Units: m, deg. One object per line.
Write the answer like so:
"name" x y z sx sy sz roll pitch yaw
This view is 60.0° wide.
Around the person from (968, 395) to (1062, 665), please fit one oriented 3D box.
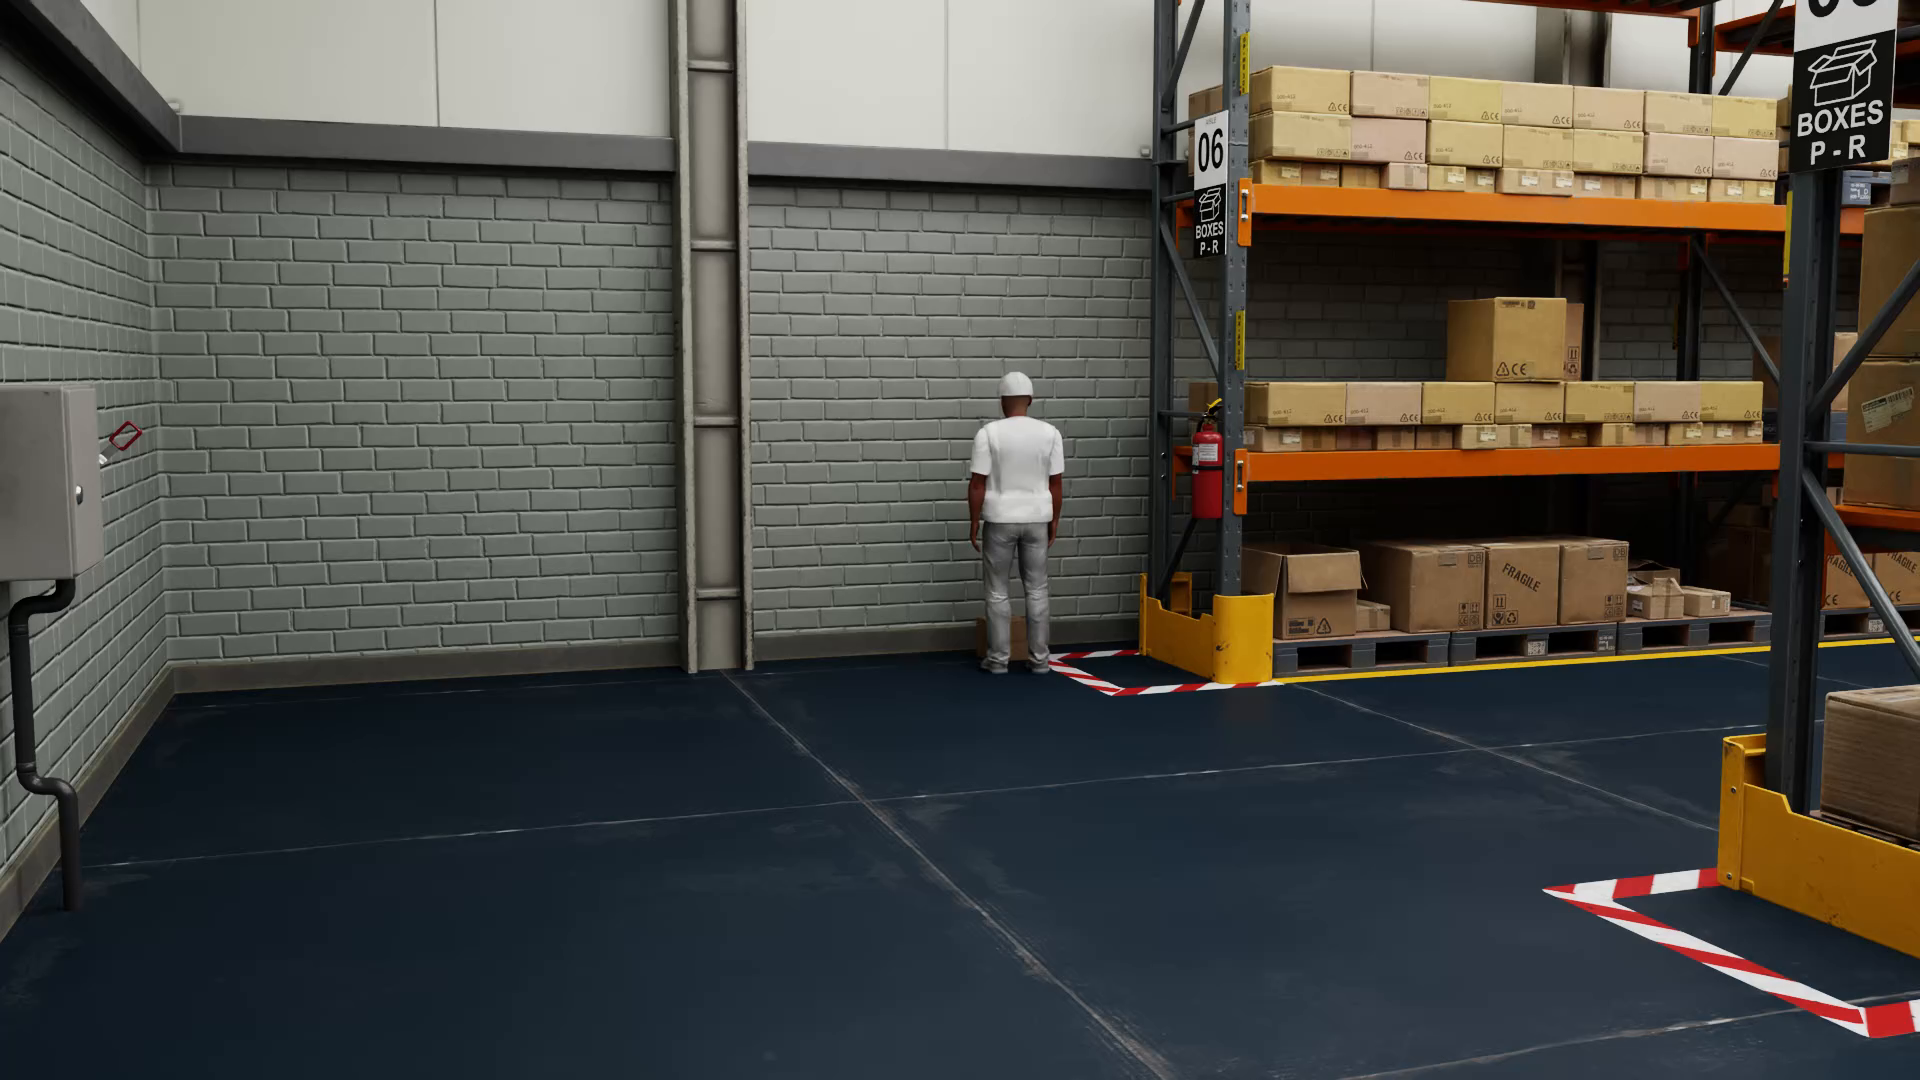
"person" 0.322 -0.113 9.730 0.560 1.664 0.301 -1 6 -10
